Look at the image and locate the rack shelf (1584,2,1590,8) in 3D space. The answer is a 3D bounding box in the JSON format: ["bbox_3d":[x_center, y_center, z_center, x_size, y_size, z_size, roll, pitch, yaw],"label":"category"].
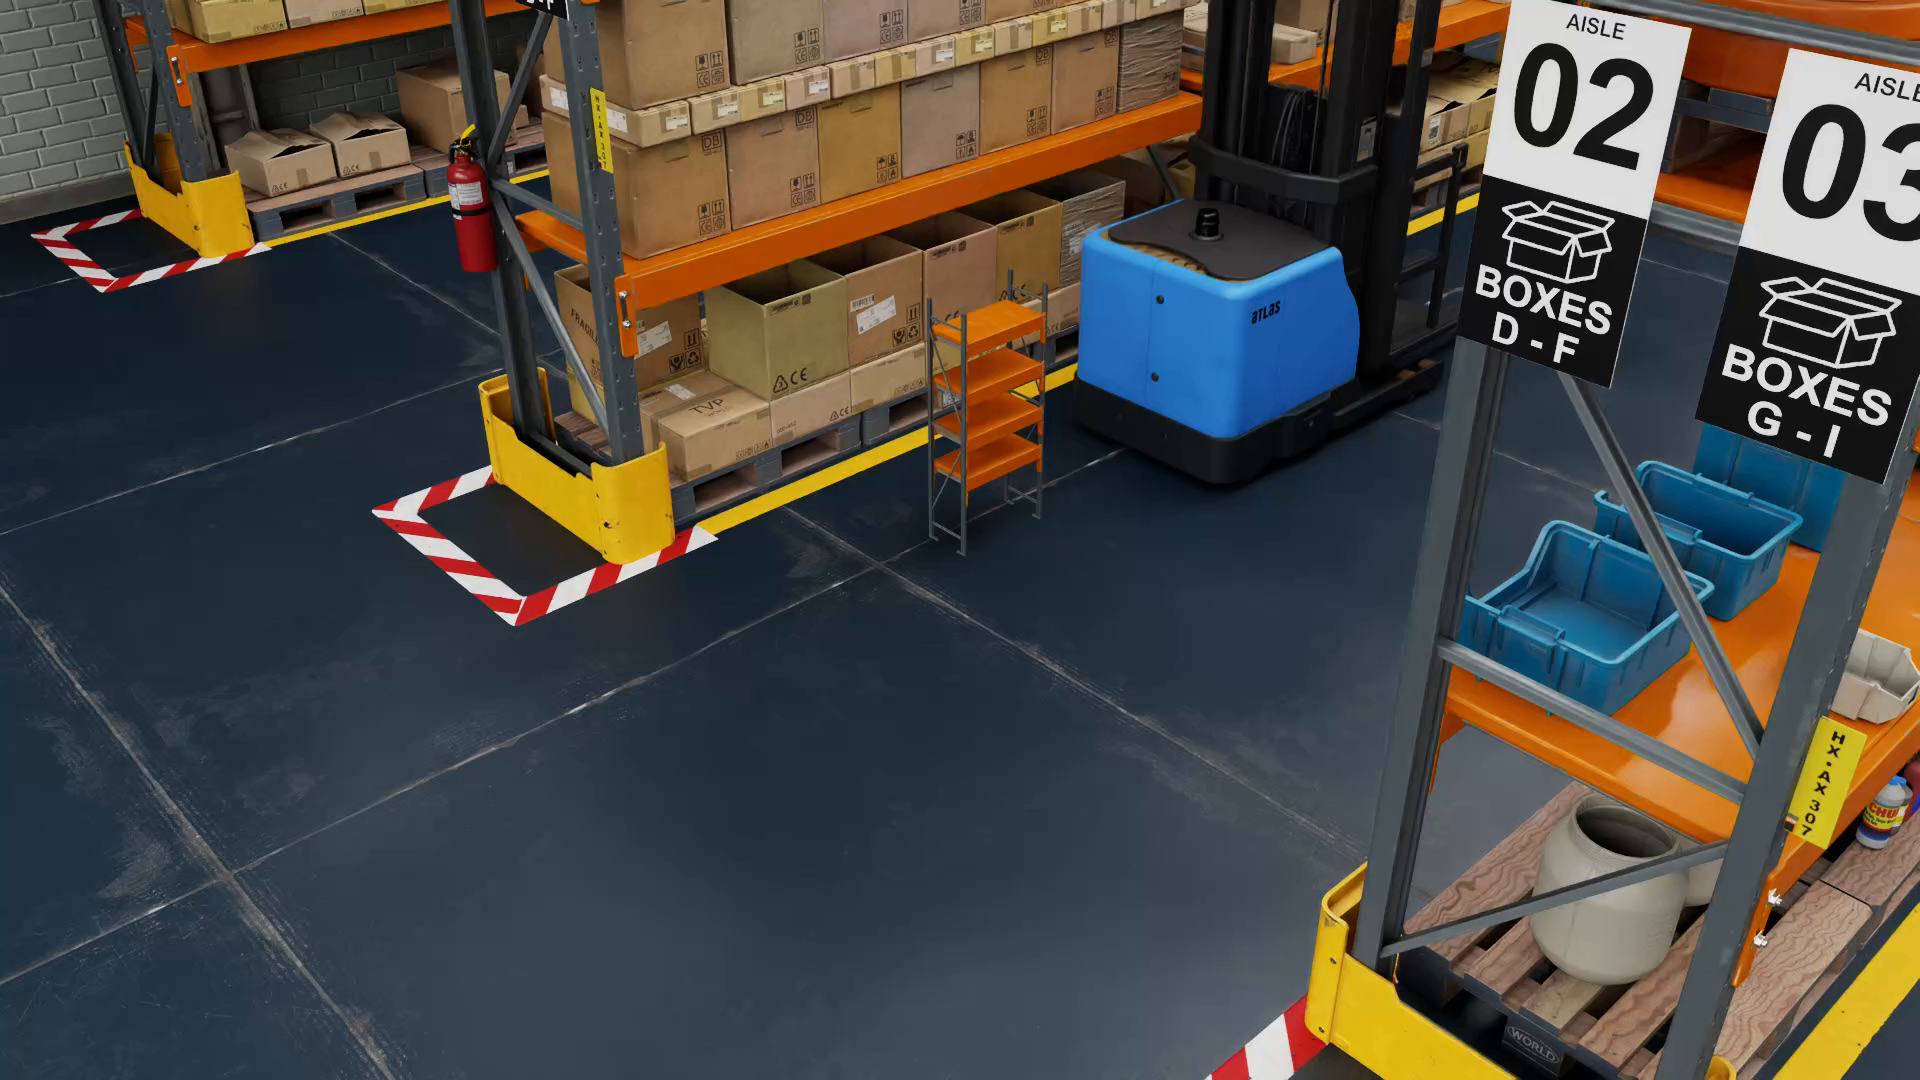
[{"bbox_3d":[5.529,-4.686,13.227,4.000,0.370,1.077,-26,40,-35],"label":"rack shelf"}]

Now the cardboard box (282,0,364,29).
[{"bbox_3d":[-4.230,-3.525,10.764,0.500,0.250,0.500,-27,41,-37],"label":"cardboard box"}]

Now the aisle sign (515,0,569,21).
[{"bbox_3d":[-1.644,-2.414,6.331,0.004,0.787,0.394,-26,40,-35],"label":"aisle sign"}]

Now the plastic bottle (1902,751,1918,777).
[{"bbox_3d":[3.354,0.781,5.790,0.097,0.271,0.097,0,31,0],"label":"plastic bottle"}]

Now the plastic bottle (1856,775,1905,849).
[{"bbox_3d":[3.103,0.903,5.591,0.097,0.271,0.097,0,31,0],"label":"plastic bottle"}]

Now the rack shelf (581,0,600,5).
[{"bbox_3d":[-0.337,-3.128,7.804,4.000,0.370,1.077,-26,40,-35],"label":"rack shelf"}]

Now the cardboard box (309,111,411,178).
[{"bbox_3d":[-4.188,-2.793,11.598,0.500,0.311,0.500,-22,38,-32],"label":"cardboard box"}]

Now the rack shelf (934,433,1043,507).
[{"bbox_3d":[0.121,-0.344,7.672,0.480,0.148,0.258,-26,40,-35],"label":"rack shelf"}]

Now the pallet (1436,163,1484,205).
[{"bbox_3d":[3.432,-2.816,12.154,1.213,0.211,1.003,-26,40,-35],"label":"pallet"}]

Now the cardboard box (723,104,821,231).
[{"bbox_3d":[-1.071,-1.837,7.783,0.500,0.500,0.700,-25,39,-34],"label":"cardboard box"}]

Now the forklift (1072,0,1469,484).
[{"bbox_3d":[2.001,-2.179,8.504,3.031,2.935,1.130,-26,40,-36],"label":"forklift"}]

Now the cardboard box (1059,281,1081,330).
[{"bbox_3d":[0.564,-1.449,9.477,0.500,0.250,0.500,-26,40,-35],"label":"cardboard box"}]

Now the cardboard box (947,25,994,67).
[{"bbox_3d":[-0.049,-2.460,8.180,0.250,0.149,0.380,-24,39,-34],"label":"cardboard box"}]

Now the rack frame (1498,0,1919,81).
[{"bbox_3d":[1.561,-2.109,2.573,0.127,3.000,1.000,-26,40,-35],"label":"rack frame"}]

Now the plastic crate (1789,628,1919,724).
[{"bbox_3d":[2.436,0.369,4.524,0.250,0.136,0.298,-26,40,-35],"label":"plastic crate"}]

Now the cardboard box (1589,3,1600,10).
[{"bbox_3d":[4.627,-4.167,12.946,0.500,0.250,0.500,-24,39,-34],"label":"cardboard box"}]

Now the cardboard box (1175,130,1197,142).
[{"bbox_3d":[1.609,-2.550,10.740,0.500,0.311,0.500,-25,39,-34],"label":"cardboard box"}]

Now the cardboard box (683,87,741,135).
[{"bbox_3d":[-1.178,-1.916,7.291,0.250,0.149,0.380,-27,41,-37],"label":"cardboard box"}]

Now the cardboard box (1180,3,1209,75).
[{"bbox_3d":[1.461,-2.992,9.911,0.500,0.250,0.500,-23,38,-33],"label":"cardboard box"}]

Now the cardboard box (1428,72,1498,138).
[{"bbox_3d":[3.469,-3.062,11.577,0.500,0.311,0.500,-27,40,-36],"label":"cardboard box"}]

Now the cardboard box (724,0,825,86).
[{"bbox_3d":[-1.032,-2.410,7.476,0.500,0.500,0.700,-27,41,-37],"label":"cardboard box"}]

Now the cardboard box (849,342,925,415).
[{"bbox_3d":[-0.528,-0.913,8.600,0.500,0.250,0.500,-26,40,-35],"label":"cardboard box"}]

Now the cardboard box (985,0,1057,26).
[{"bbox_3d":[0.071,-2.944,8.349,0.500,0.500,0.700,-26,40,-35],"label":"cardboard box"}]

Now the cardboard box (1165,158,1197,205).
[{"bbox_3d":[1.602,-2.161,10.104,0.500,0.311,0.500,-26,40,-35],"label":"cardboard box"}]

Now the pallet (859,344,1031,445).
[{"bbox_3d":[-0.377,-0.974,9.140,1.213,0.211,1.003,-26,40,-35],"label":"pallet"}]

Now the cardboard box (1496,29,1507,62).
[{"bbox_3d":[4.589,-3.826,13.106,0.500,0.500,0.500,-24,39,-34],"label":"cardboard box"}]

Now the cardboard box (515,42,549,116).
[{"bbox_3d":[-2.975,-3.496,12.566,0.500,0.500,0.500,26,40,35],"label":"cardboard box"}]

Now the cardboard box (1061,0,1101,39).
[{"bbox_3d":[0.511,-2.731,8.623,0.250,0.149,0.380,-26,40,-36],"label":"cardboard box"}]

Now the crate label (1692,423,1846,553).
[{"bbox_3d":[2.727,-0.321,5.365,0.616,0.435,0.502,-26,40,-35],"label":"crate label"}]

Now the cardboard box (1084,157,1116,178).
[{"bbox_3d":[0.576,-2.146,9.898,0.500,0.500,0.500,-26,40,-35],"label":"cardboard box"}]

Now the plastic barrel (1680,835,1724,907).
[{"bbox_3d":[2.360,0.892,5.398,0.421,0.512,0.421,0,31,0],"label":"plastic barrel"}]

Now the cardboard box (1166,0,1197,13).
[{"bbox_3d":[1.076,-3.005,9.072,0.250,0.149,0.380,-26,40,-35],"label":"cardboard box"}]

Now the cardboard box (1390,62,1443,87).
[{"bbox_3d":[3.099,-3.266,11.911,0.500,0.311,0.500,-27,40,-37],"label":"cardboard box"}]

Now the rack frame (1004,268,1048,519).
[{"bbox_3d":[0.300,-0.657,7.675,0.015,1.200,0.240,-26,40,-35],"label":"rack frame"}]

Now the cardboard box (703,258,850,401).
[{"bbox_3d":[-0.894,-1.055,8.114,0.500,0.500,0.500,-26,40,-35],"label":"cardboard box"}]

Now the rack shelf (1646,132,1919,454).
[{"bbox_3d":[3.028,-1.232,4.703,4.000,0.370,1.077,-26,40,-35],"label":"rack shelf"}]

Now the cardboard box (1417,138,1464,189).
[{"bbox_3d":[3.096,-2.648,11.438,0.500,0.250,0.500,-25,39,-34],"label":"cardboard box"}]

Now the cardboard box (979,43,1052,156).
[{"bbox_3d":[0.055,-2.381,8.673,0.500,0.500,0.700,-25,39,-35],"label":"cardboard box"}]

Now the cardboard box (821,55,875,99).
[{"bbox_3d":[-0.614,-2.189,7.736,0.250,0.149,0.380,-27,41,-37],"label":"cardboard box"}]

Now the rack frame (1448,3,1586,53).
[{"bbox_3d":[4.062,-4.283,11.879,0.127,3.000,1.000,-26,40,-35],"label":"rack frame"}]

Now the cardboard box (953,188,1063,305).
[{"bbox_3d":[0.199,-1.591,8.990,0.500,0.500,0.500,-26,40,-35],"label":"cardboard box"}]

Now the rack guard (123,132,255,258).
[{"bbox_3d":[-5.119,-2.300,11.032,0.348,0.500,1.175,-26,40,-35],"label":"rack guard"}]

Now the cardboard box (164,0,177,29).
[{"bbox_3d":[-4.964,-3.524,10.762,0.500,0.250,0.500,-25,39,-35],"label":"cardboard box"}]

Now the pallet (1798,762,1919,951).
[{"bbox_3d":[3.079,0.879,6.111,1.213,0.211,1.003,-26,40,-35],"label":"pallet"}]

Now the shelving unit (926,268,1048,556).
[{"bbox_3d":[0.121,-0.571,7.533,0.503,1.200,0.258,-26,40,-35],"label":"shelving unit"}]

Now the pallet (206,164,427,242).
[{"bbox_3d":[-4.499,-2.451,11.556,1.213,0.211,1.003,-26,40,-35],"label":"pallet"}]

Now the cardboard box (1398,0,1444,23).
[{"bbox_3d":[2.843,-3.724,10.870,0.500,0.500,0.500,27,40,36],"label":"cardboard box"}]
